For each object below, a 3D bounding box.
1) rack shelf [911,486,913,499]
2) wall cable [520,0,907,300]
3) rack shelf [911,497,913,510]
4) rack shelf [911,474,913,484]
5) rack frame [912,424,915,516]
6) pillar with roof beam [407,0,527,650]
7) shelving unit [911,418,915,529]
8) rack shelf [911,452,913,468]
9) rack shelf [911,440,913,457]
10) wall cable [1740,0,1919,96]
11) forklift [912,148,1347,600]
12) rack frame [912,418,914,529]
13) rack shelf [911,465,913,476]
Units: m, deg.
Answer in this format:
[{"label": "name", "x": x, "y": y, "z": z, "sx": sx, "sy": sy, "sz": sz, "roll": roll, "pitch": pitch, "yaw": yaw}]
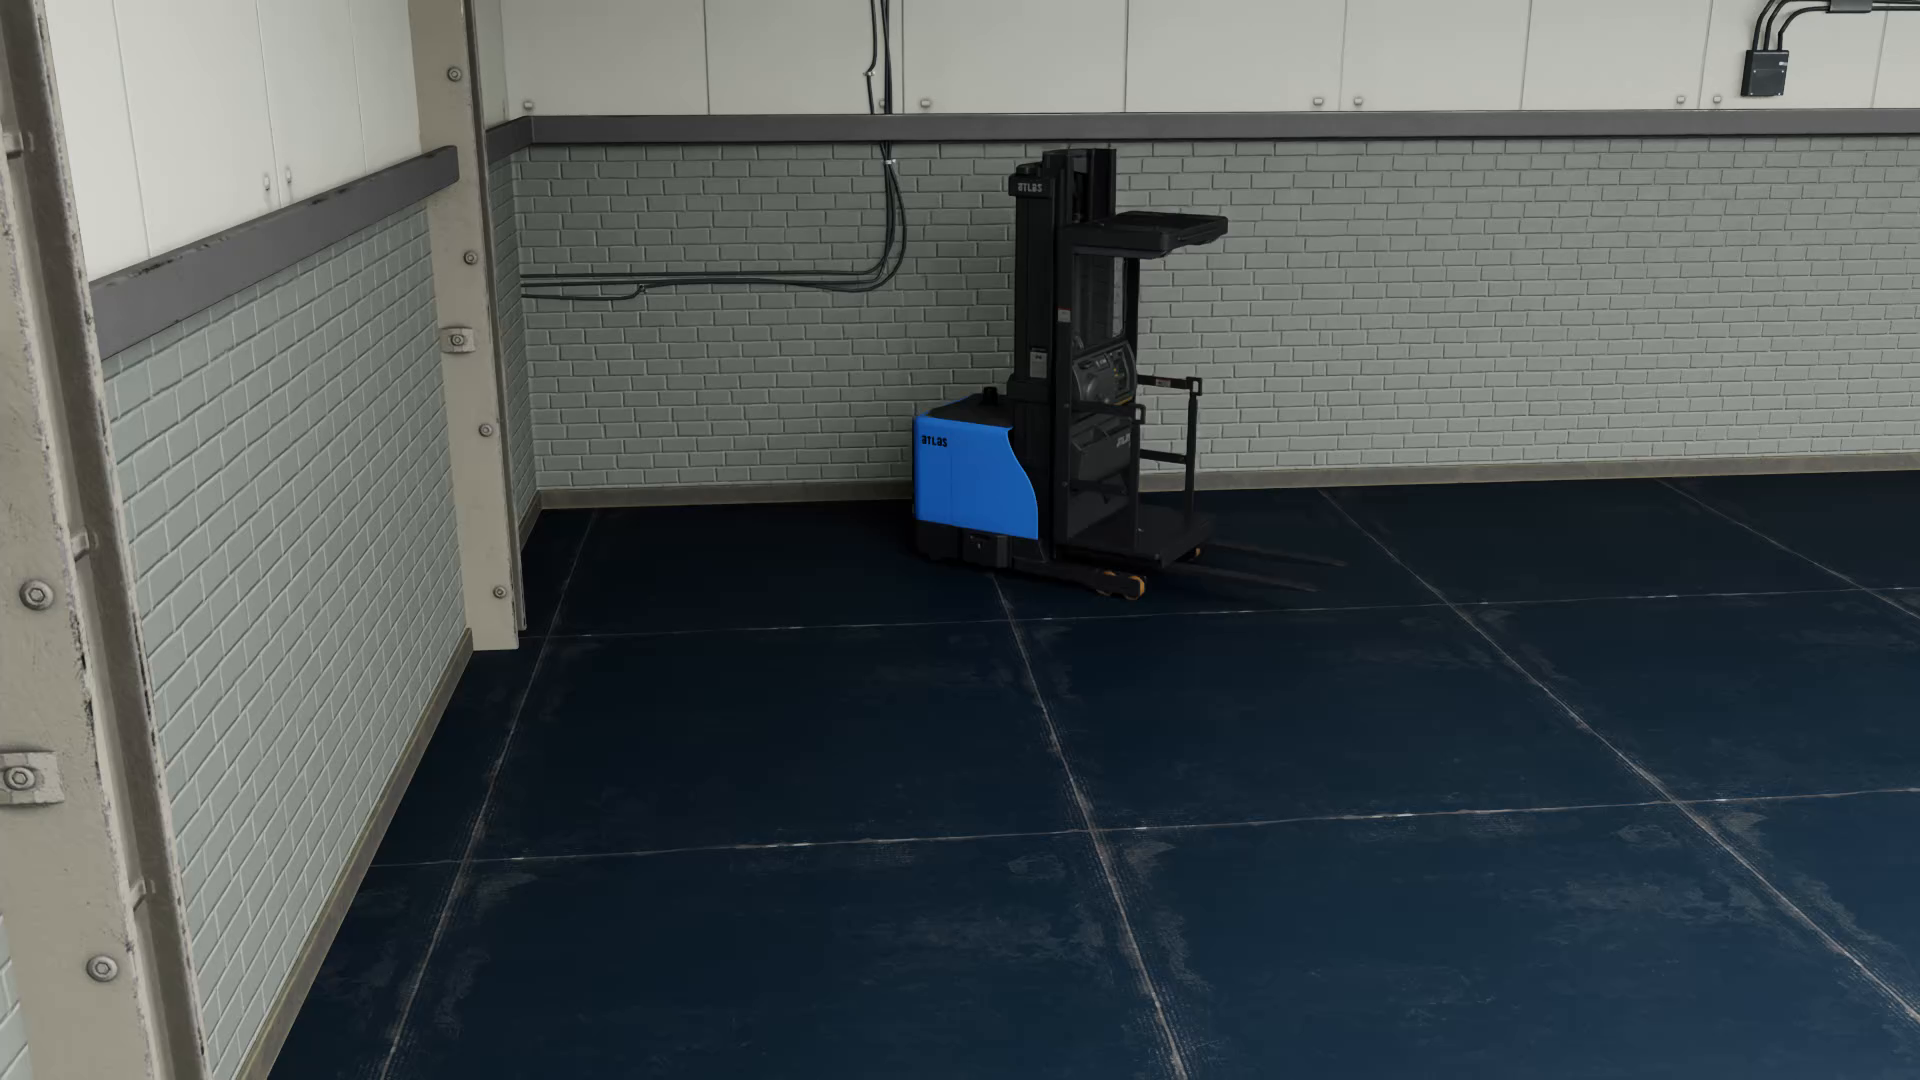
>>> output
[{"label": "rack shelf", "x": -0.242, "y": -0.354, "z": 12.714, "sx": 0.258, "sy": 0.077, "sz": 0.200, "roll": -1, "pitch": 17, "yaw": -3}, {"label": "wall cable", "x": -1.954, "y": -3.098, "z": 12.706, "sx": 3.097, "sy": 2.526, "sz": 0.112, "roll": -2, "pitch": 18, "yaw": -6}, {"label": "rack shelf", "x": -0.242, "y": -0.268, "z": 12.741, "sx": 0.258, "sy": 0.077, "sz": 0.200, "roll": -1, "pitch": 17, "yaw": -3}, {"label": "rack shelf", "x": -0.242, "y": -0.440, "z": 12.687, "sx": 0.258, "sy": 0.077, "sz": 0.200, "roll": -1, "pitch": 17, "yaw": -3}, {"label": "rack frame", "x": -0.236, "y": -0.441, "z": 12.580, "sx": 0.240, "sy": 0.900, "sz": 0.006, "roll": -1, "pitch": 17, "yaw": -3}, {"label": "pillar with roof beam", "x": 1.317, "y": -3.794, "z": 9.739, "sx": 9.100, "sy": 9.000, "sz": 0.400, "roll": -2, "pitch": 18, "yaw": -6}, {"label": "shelving unit", "x": -0.242, "y": -0.472, "z": 12.677, "sx": 0.258, "sy": 0.900, "sz": 0.210, "roll": -1, "pitch": 17, "yaw": -3}, {"label": "rack shelf", "x": -0.242, "y": -0.611, "z": 12.633, "sx": 0.258, "sy": 0.077, "sz": 0.200, "roll": -1, "pitch": 17, "yaw": -3}, {"label": "rack shelf", "x": -0.242, "y": -0.697, "z": 12.606, "sx": 0.258, "sy": 0.077, "sz": 0.200, "roll": -1, "pitch": 17, "yaw": -3}, {"label": "wall cable", "x": 7.491, "y": -6.491, "z": 12.651, "sx": 2.305, "sy": 6.003, "sz": 0.169, "roll": -2, "pitch": 18, "yaw": -6}, {"label": "forklift", "x": 1.186, "y": -1.167, "z": 11.502, "sx": 3.031, "sy": 2.935, "sz": 1.130, "roll": 10, "pitch": 20, "yaw": 29}, {"label": "rack frame", "x": -0.249, "y": -0.502, "z": 12.773, "sx": 0.240, "sy": 0.900, "sz": 0.006, "roll": -1, "pitch": 17, "yaw": -3}, {"label": "rack shelf", "x": -0.242, "y": -0.526, "z": 12.660, "sx": 0.258, "sy": 0.077, "sz": 0.200, "roll": -1, "pitch": 17, "yaw": -3}]
